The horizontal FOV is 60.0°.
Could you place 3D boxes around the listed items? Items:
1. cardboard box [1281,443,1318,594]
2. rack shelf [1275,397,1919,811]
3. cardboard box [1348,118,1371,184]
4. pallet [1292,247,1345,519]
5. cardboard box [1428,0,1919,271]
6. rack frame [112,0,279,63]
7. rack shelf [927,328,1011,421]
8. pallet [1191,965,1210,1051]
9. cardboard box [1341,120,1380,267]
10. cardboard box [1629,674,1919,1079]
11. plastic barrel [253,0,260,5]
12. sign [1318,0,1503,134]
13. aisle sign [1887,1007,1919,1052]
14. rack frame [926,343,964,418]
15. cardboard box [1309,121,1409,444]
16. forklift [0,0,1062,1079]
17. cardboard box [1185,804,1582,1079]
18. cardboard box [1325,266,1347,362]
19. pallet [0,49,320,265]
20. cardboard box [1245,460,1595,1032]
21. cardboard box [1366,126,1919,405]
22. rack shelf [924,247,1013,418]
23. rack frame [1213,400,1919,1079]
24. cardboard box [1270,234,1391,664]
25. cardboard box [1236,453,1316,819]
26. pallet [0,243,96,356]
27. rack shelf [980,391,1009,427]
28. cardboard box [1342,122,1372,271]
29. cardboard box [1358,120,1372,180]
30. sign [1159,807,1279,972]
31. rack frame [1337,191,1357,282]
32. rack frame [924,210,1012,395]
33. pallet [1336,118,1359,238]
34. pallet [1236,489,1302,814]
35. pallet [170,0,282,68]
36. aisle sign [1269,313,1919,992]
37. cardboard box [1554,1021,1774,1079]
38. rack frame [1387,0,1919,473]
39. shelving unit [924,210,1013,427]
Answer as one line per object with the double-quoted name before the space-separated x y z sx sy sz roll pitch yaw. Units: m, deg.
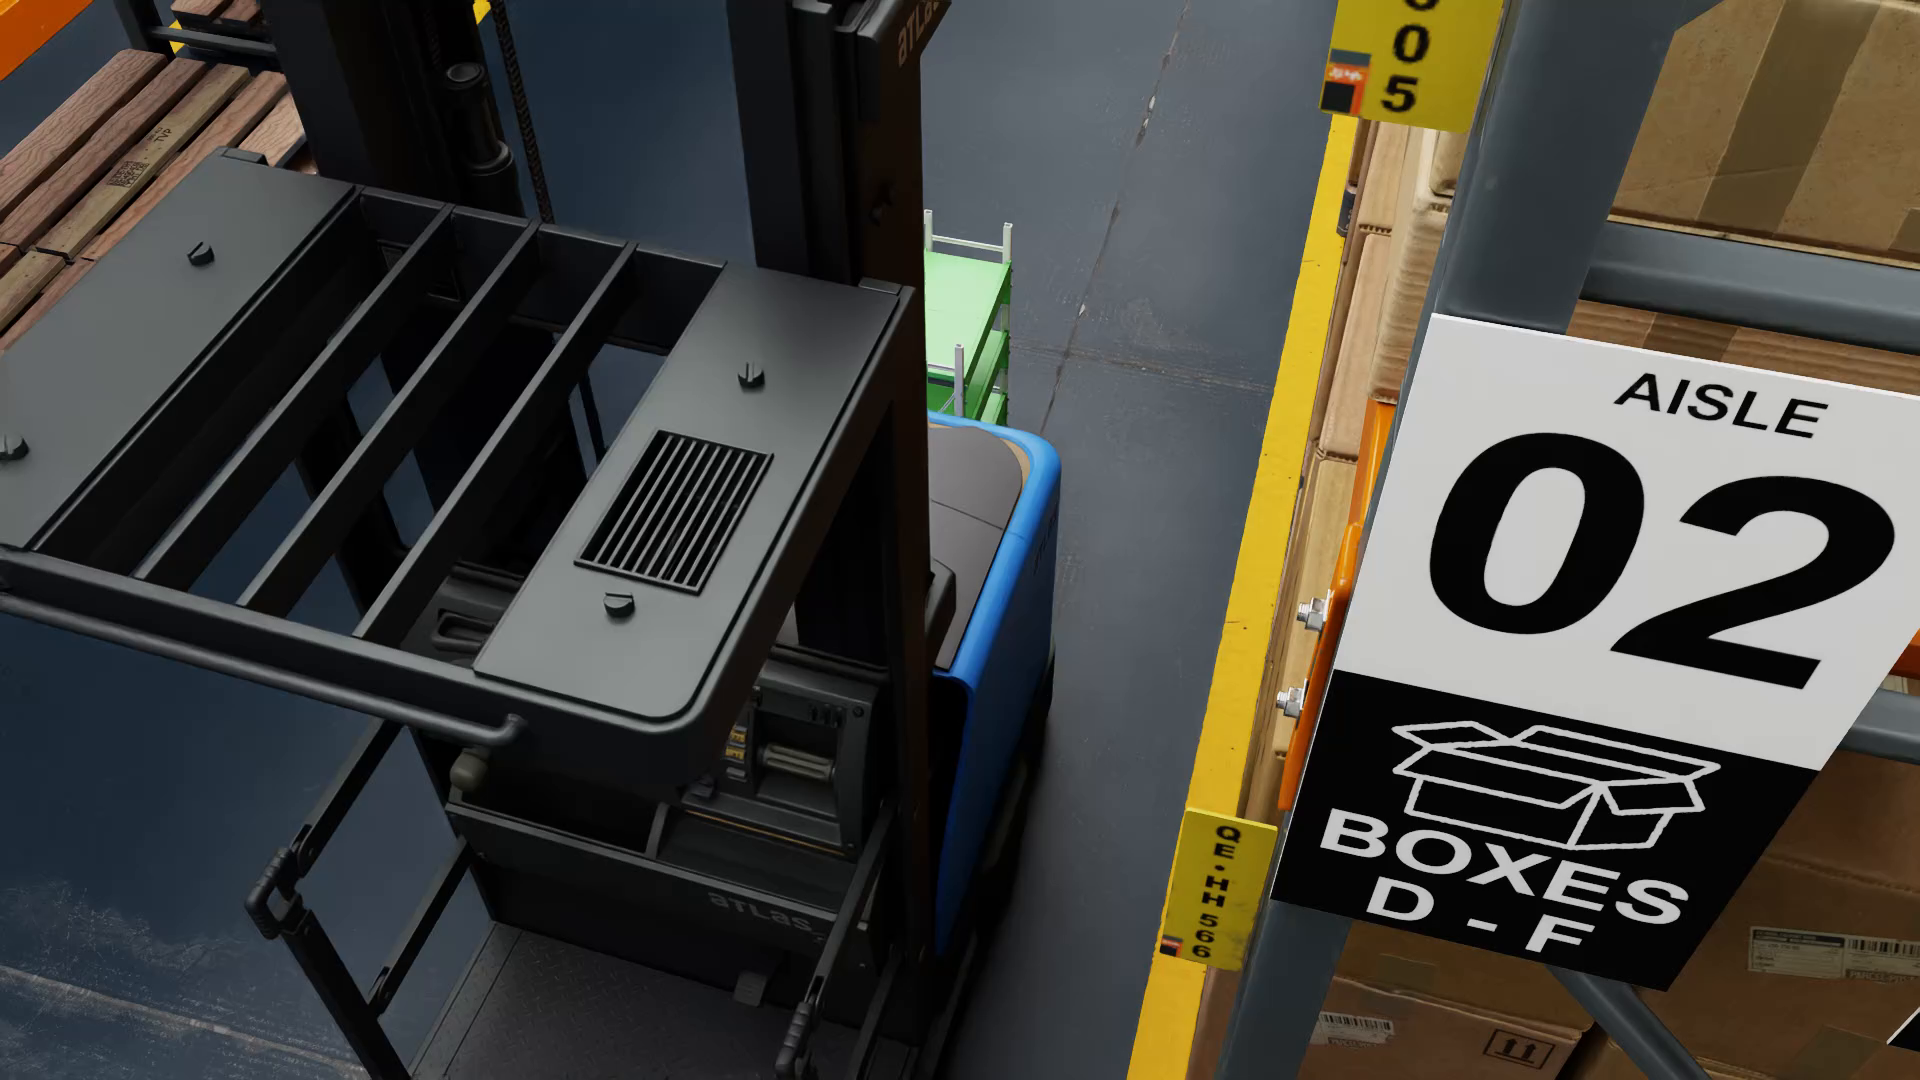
"cardboard box" 0.948 -0.128 3.296 0.500 0.500 0.500 12 50 10
"rack shelf" 1.349 -1.183 2.772 1.077 0.370 4.000 12 50 10
"cardboard box" 1.729 -1.607 6.041 0.500 0.500 0.500 11 50 10
"pallet" 1.694 -0.456 5.511 1.003 0.211 1.213 12 50 10
"cardboard box" 0.712 -0.512 1.467 0.500 0.250 0.500 12 50 10
"rack frame" -2.902 -2.855 5.769 1.000 3.000 0.127 12 50 10
"rack shelf" -0.044 -0.394 4.562 0.258 0.148 0.480 12 50 10
"pallet" 1.052 1.309 3.954 1.003 0.211 1.213 12 50 10
"cardboard box" 1.074 -0.835 3.253 0.500 0.500 0.500 13 50 11
"cardboard box" 1.194 0.385 2.176 0.500 0.500 0.500 13 50 11
"plastic barrel" -2.743 -2.690 6.743 0.600 0.901 0.708 12 50 10
"sign" 0.292 -0.391 1.003 0.100 0.325 0.005 12 50 10
"aisle sign" 1.088 0.265 1.281 0.394 0.787 0.004 12 50 10
"rack frame" -0.108 -0.101 4.539 0.240 1.200 0.015 12 50 10
"cardboard box" 0.939 -0.463 2.925 0.500 0.500 0.500 13 50 11
"forklift" -0.666 0.439 2.908 1.130 2.935 3.031 13 50 11
"cardboard box" 0.678 0.608 2.646 0.500 0.500 0.500 13 50 11
"cardboard box" 1.080 -0.493 3.617 0.500 0.500 0.500 11 49 10
"pallet" -3.058 -1.393 6.338 1.003 0.211 1.213 12 50 10
"cardboard box" 0.674 0.278 2.270 0.500 0.500 0.500 11 50 10
"cardboard box" 0.703 -0.348 1.656 0.500 0.250 0.500 12 50 10
"rack shelf" -0.044 -0.553 4.383 0.258 0.148 0.480 12 50 10
"rack frame" 0.823 1.018 2.351 1.000 3.000 0.127 12 50 10
"cardboard box" 0.807 -0.087 2.593 0.500 0.500 0.500 13 50 11
"cardboard box" 0.811 0.232 2.978 0.500 0.500 0.500 12 50 10
"pallet" -3.378 -0.508 5.557 1.003 0.211 1.213 12 50 10
"rack shelf" -0.044 -0.235 4.742 0.258 0.148 0.480 12 50 10
"cardboard box" 1.213 -0.861 3.942 0.500 0.500 0.500 11 50 10
"cardboard box" 1.347 -1.222 4.261 0.500 0.500 0.500 12 50 11
"sign" 0.292 0.407 1.907 0.100 0.325 0.005 12 50 10
"rack frame" 1.875 -1.875 4.904 1.000 3.000 0.127 12 50 10
"rack frame" 0.021 -0.454 4.850 0.240 1.200 0.015 12 50 10
"pallet" 2.053 -1.548 6.475 1.003 0.211 1.213 12 50 10
"pallet" 1.375 0.430 4.730 1.003 0.211 1.213 12 50 10
"pallet" -2.659 -2.482 7.300 1.003 0.211 1.213 12 50 10
"aisle sign" 0.509 0.147 1.386 0.394 0.787 0.004 12 50 10
"cardboard box" 1.194 0.716 2.550 0.500 0.500 0.500 13 50 11
"rack frame" 0.823 -0.967 0.101 1.000 3.000 0.127 12 50 10
"shelving unit" -0.044 -0.277 4.694 0.258 1.200 0.503 12 50 10
